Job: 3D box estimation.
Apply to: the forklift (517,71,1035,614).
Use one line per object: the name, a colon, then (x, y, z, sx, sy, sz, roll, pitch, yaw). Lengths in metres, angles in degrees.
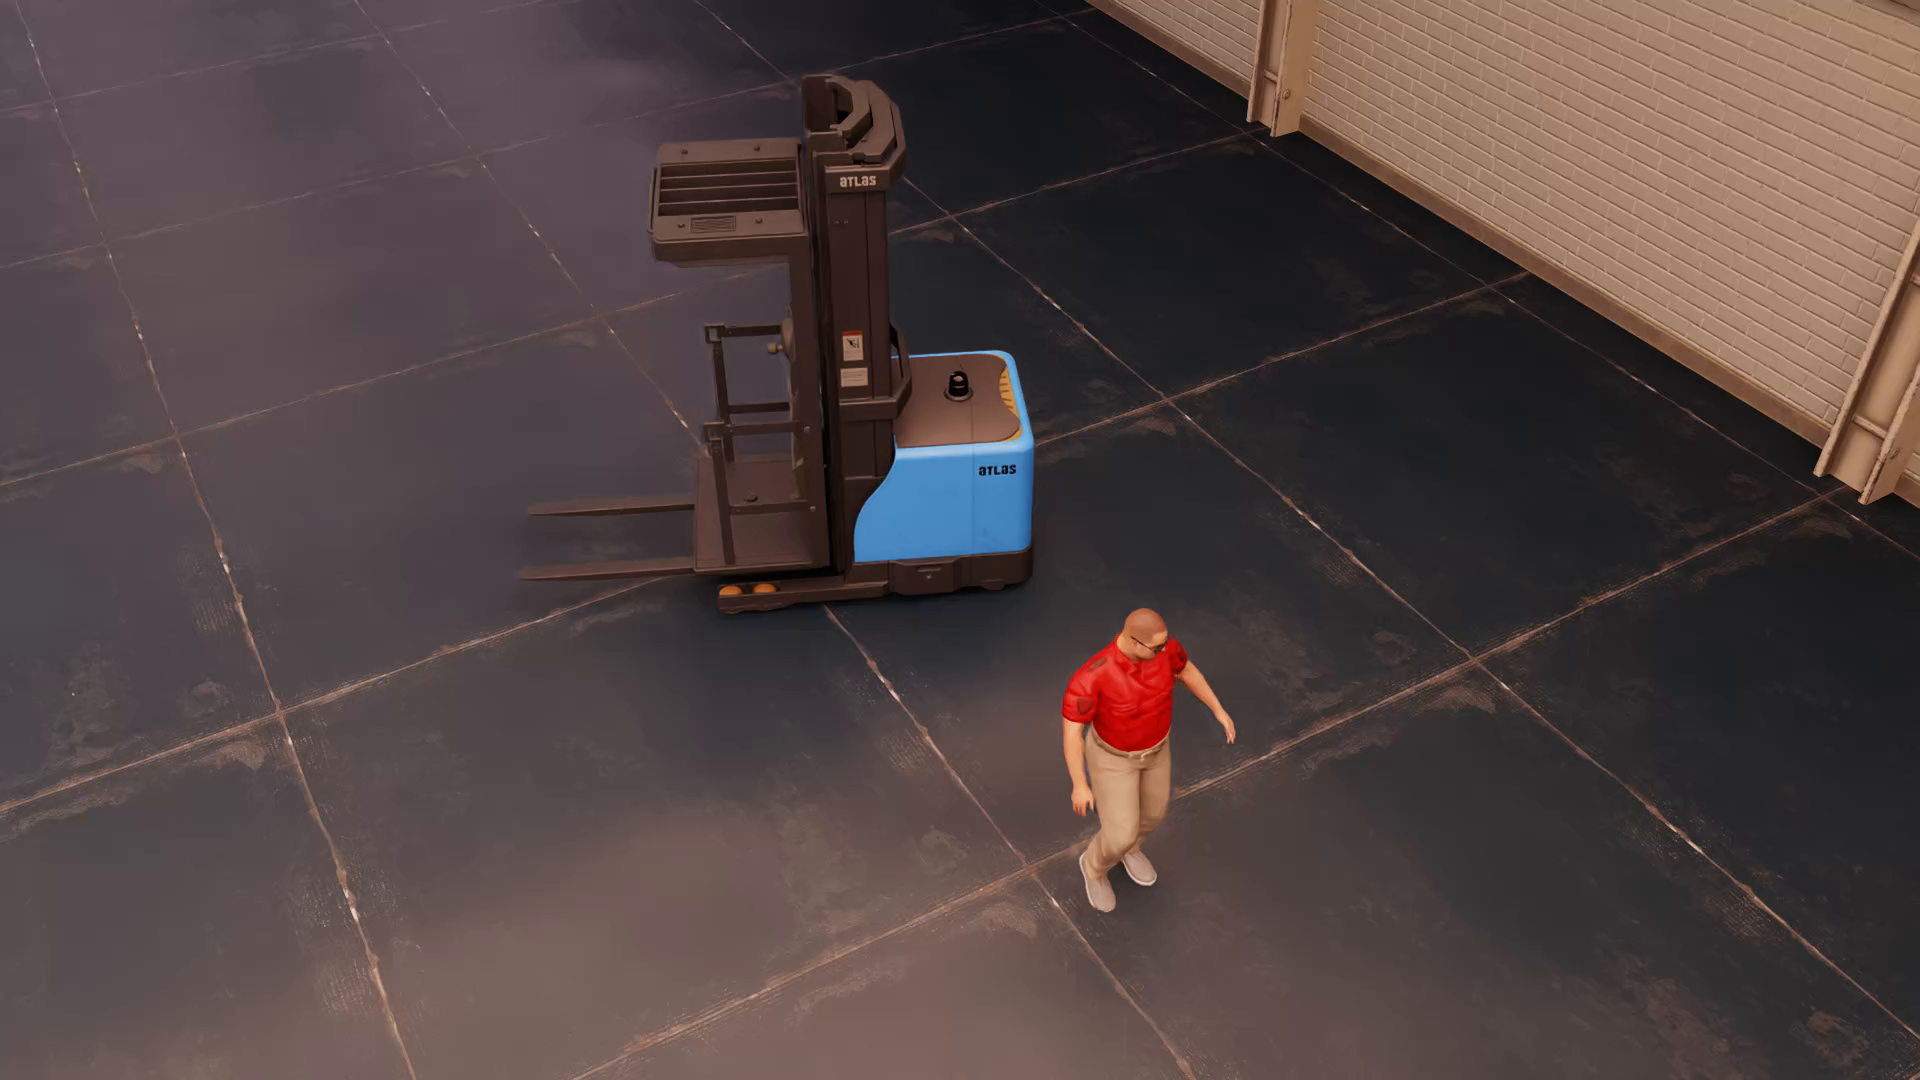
forklift: (-1.118, -1.051, 9.303, 3.031, 2.935, 1.130, -4, 40, -5)

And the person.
person: (0.852, 1.022, 7.807, 0.874, 1.750, 0.466, -20, 44, -22)
